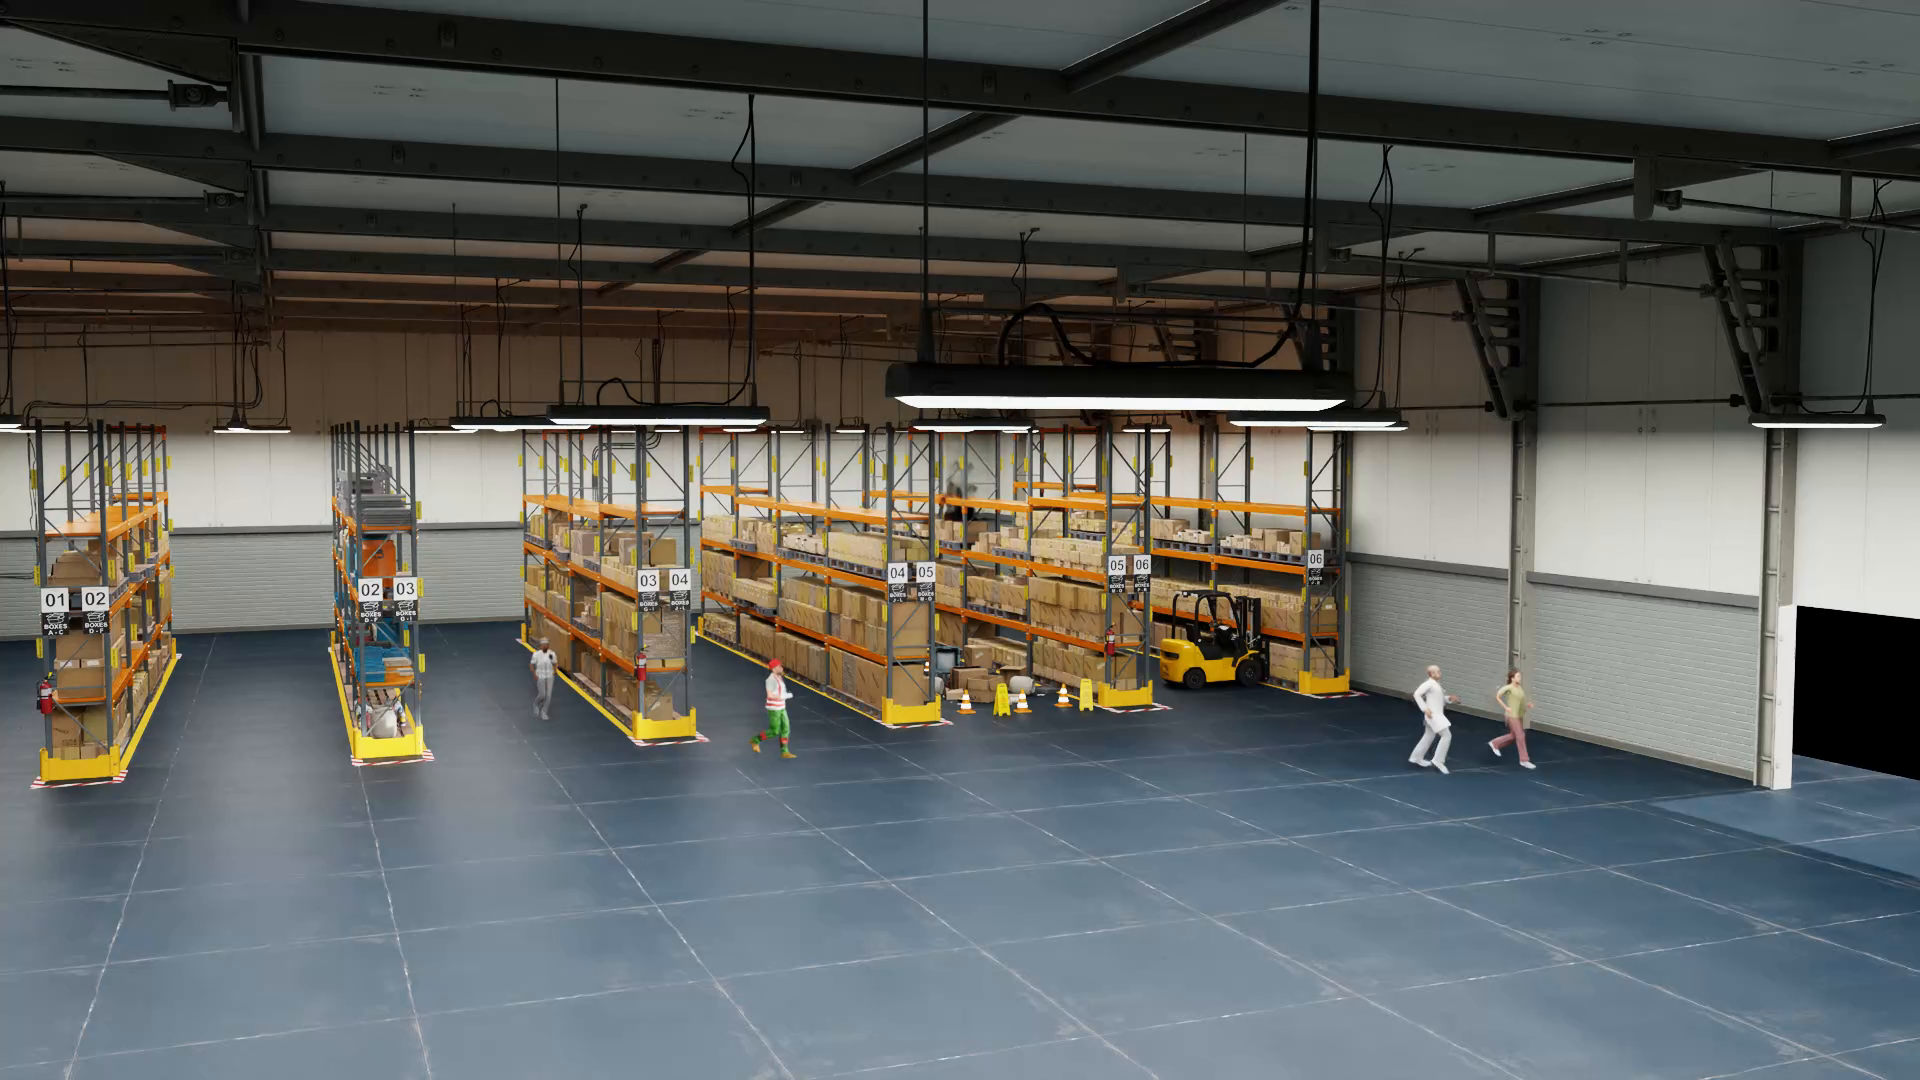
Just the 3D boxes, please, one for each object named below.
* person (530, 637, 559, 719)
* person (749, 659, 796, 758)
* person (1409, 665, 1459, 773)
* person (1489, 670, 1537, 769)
[{"bbox_3d":[-8.368,2.796,33.611,0.566,1.670,0.520,-2,4,-26],"label":"person"},{"bbox_3d":[-3.308,2.989,29.473,0.866,1.765,0.660,1,4,14],"label":"person"},{"bbox_3d":[8.105,3.063,28.438,0.829,1.846,0.670,1,4,22],"label":"person"},{"bbox_3d":[9.610,3.086,28.910,0.579,1.675,0.928,-3,5,-43],"label":"person"}]
